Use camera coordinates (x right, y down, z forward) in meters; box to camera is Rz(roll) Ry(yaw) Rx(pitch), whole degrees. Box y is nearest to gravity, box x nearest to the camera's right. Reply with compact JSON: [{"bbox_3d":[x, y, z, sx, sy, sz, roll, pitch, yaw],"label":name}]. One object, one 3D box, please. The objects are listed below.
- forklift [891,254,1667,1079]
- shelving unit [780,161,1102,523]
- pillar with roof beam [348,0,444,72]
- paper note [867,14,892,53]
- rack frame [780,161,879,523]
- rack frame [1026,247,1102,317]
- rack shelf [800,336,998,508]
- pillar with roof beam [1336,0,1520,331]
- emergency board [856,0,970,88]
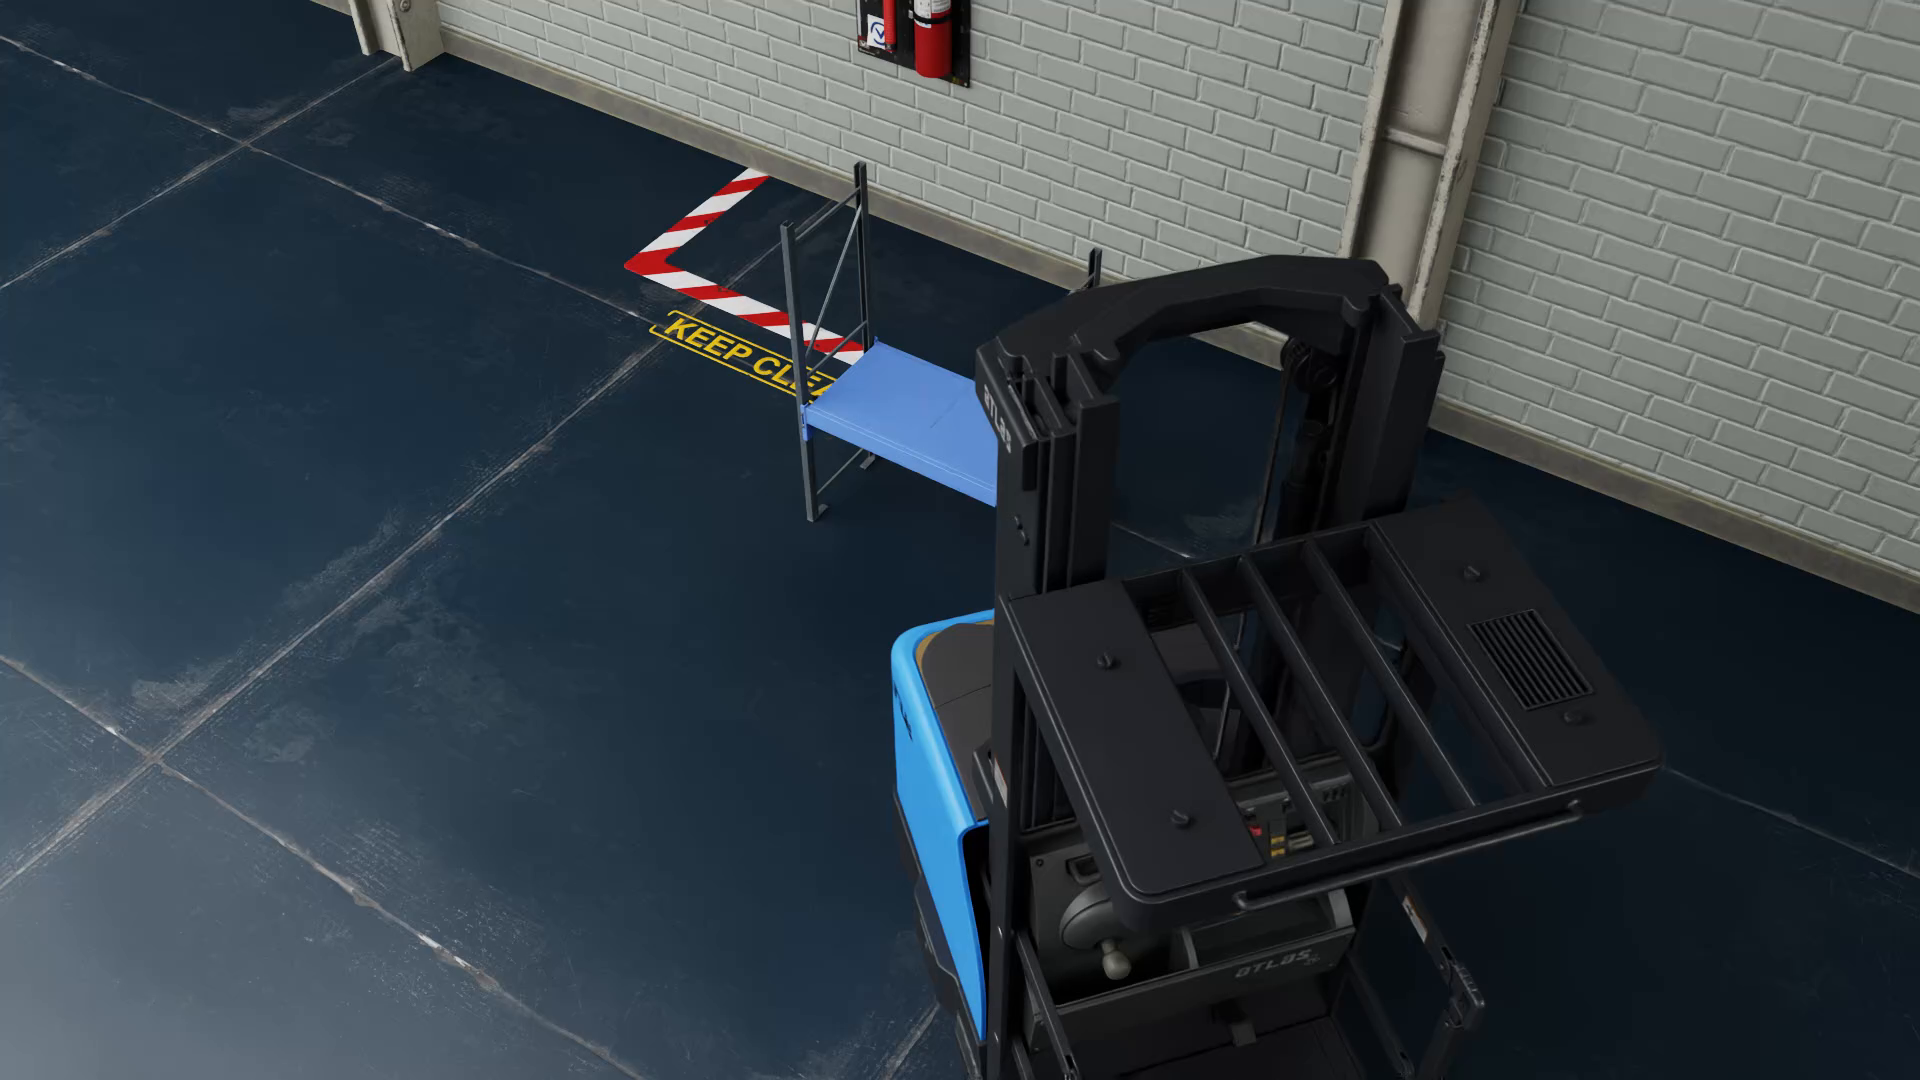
[{"bbox_3d":[0.685,0.924,4.030,1.130,2.935,3.031,-12,47,-12],"label":"forklift"},{"bbox_3d":[-0.072,-0.556,6.466,1.048,1.500,0.538,25,51,22],"label":"shelving unit"},{"bbox_3d":[-5.580,-3.409,4.010,0.400,9.000,9.100,25,51,22],"label":"pillar with roof beam"},{"bbox_3d":[-0.376,-2.377,7.805,0.142,0.148,0.016,25,51,22],"label":"paper note"},{"bbox_3d":[-0.500,-0.753,6.657,0.032,1.500,0.500,25,51,22],"label":"rack frame"},{"bbox_3d":[0.356,-0.359,6.275,0.032,1.500,0.500,25,51,22],"label":"rack frame"},{"bbox_3d":[-0.072,-0.430,6.595,1.000,0.185,0.538,25,51,22],"label":"rack shelf"},{"bbox_3d":[-0.529,-1.086,1.753,0.400,9.000,9.100,25,51,22],"label":"pillar with roof beam"},{"bbox_3d":[-0.265,-2.574,7.382,0.643,1.169,0.194,25,51,22],"label":"emergency board"}]
